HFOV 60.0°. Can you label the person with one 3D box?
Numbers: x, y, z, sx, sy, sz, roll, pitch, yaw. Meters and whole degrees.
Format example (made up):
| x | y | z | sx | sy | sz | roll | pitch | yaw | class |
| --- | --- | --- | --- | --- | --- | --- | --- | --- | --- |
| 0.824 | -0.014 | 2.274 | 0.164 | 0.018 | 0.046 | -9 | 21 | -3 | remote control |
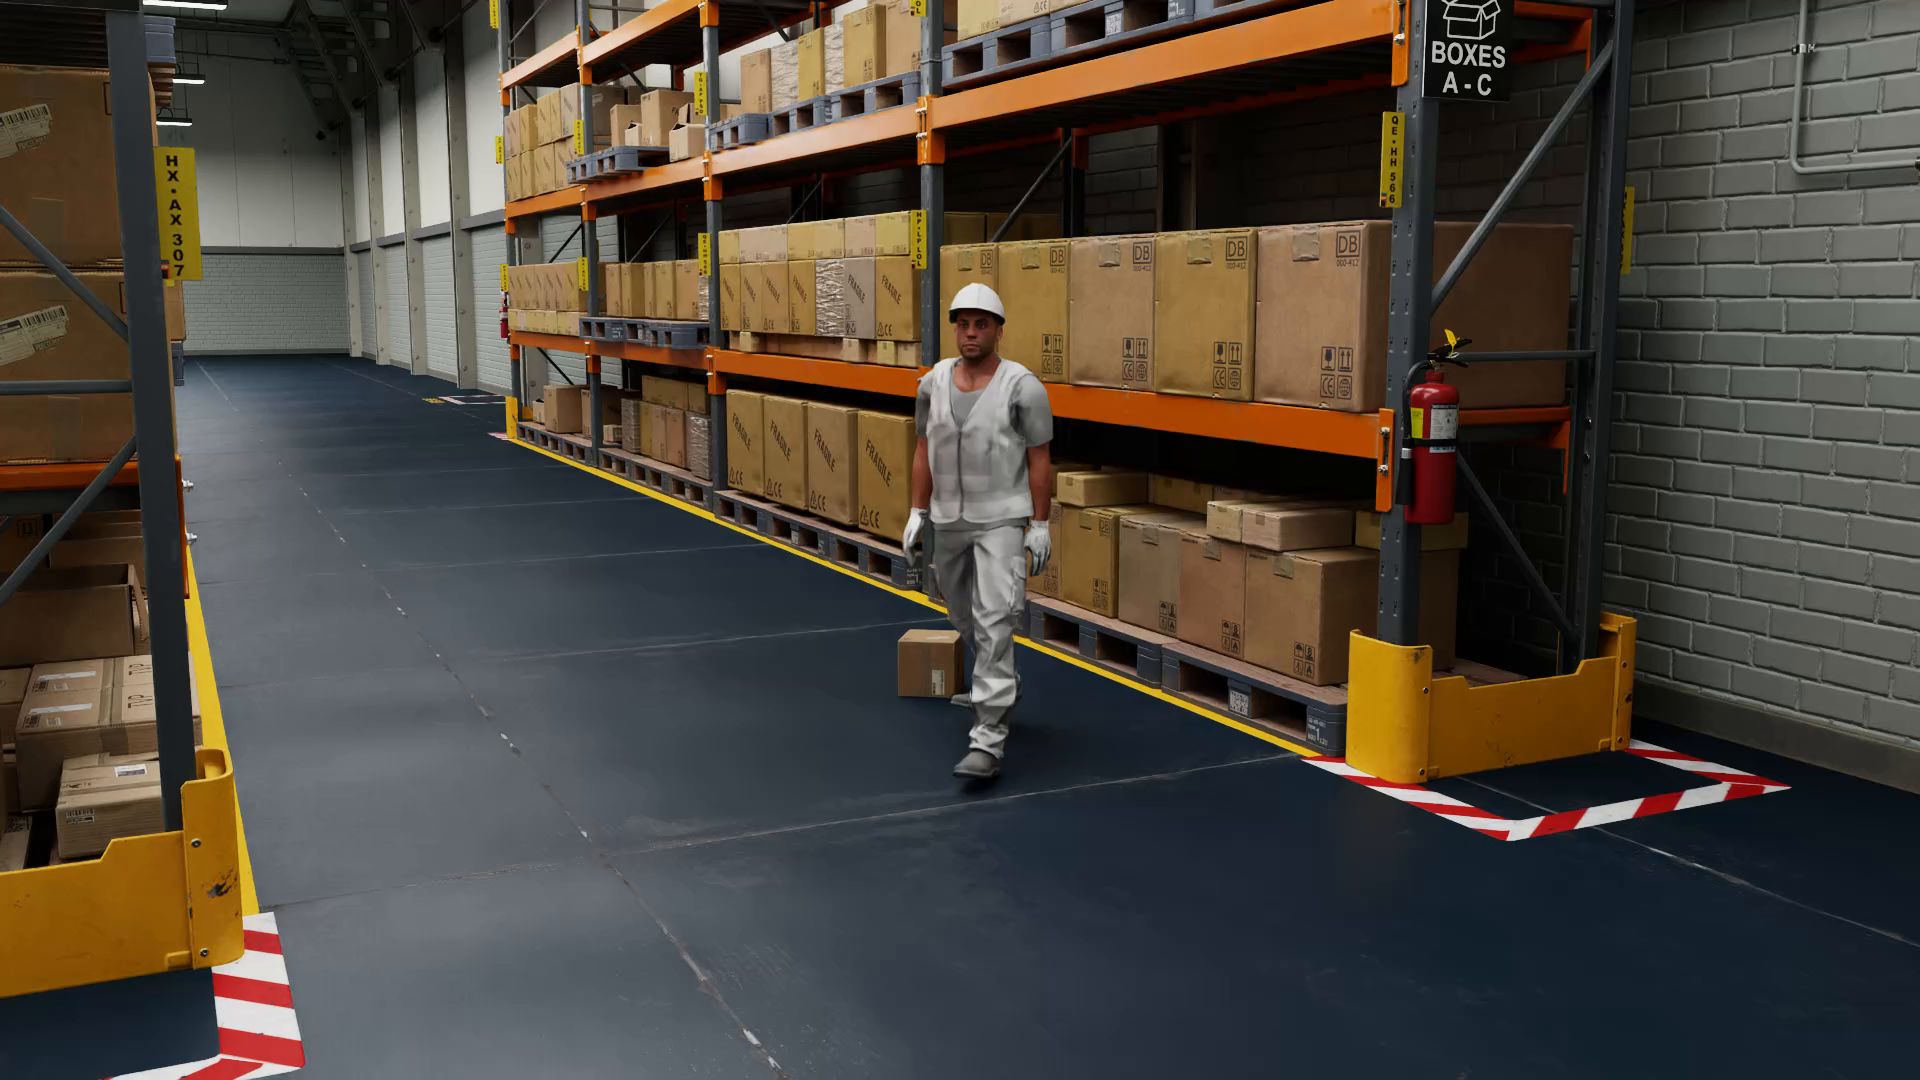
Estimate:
| x | y | z | sx | sy | sz | roll | pitch | yaw | class |
| --- | --- | --- | --- | --- | --- | --- | --- | --- | --- |
| 0.074 | -0.061 | 6.195 | 0.582 | 1.771 | 0.962 | 5 | 10 | 30 | person |
